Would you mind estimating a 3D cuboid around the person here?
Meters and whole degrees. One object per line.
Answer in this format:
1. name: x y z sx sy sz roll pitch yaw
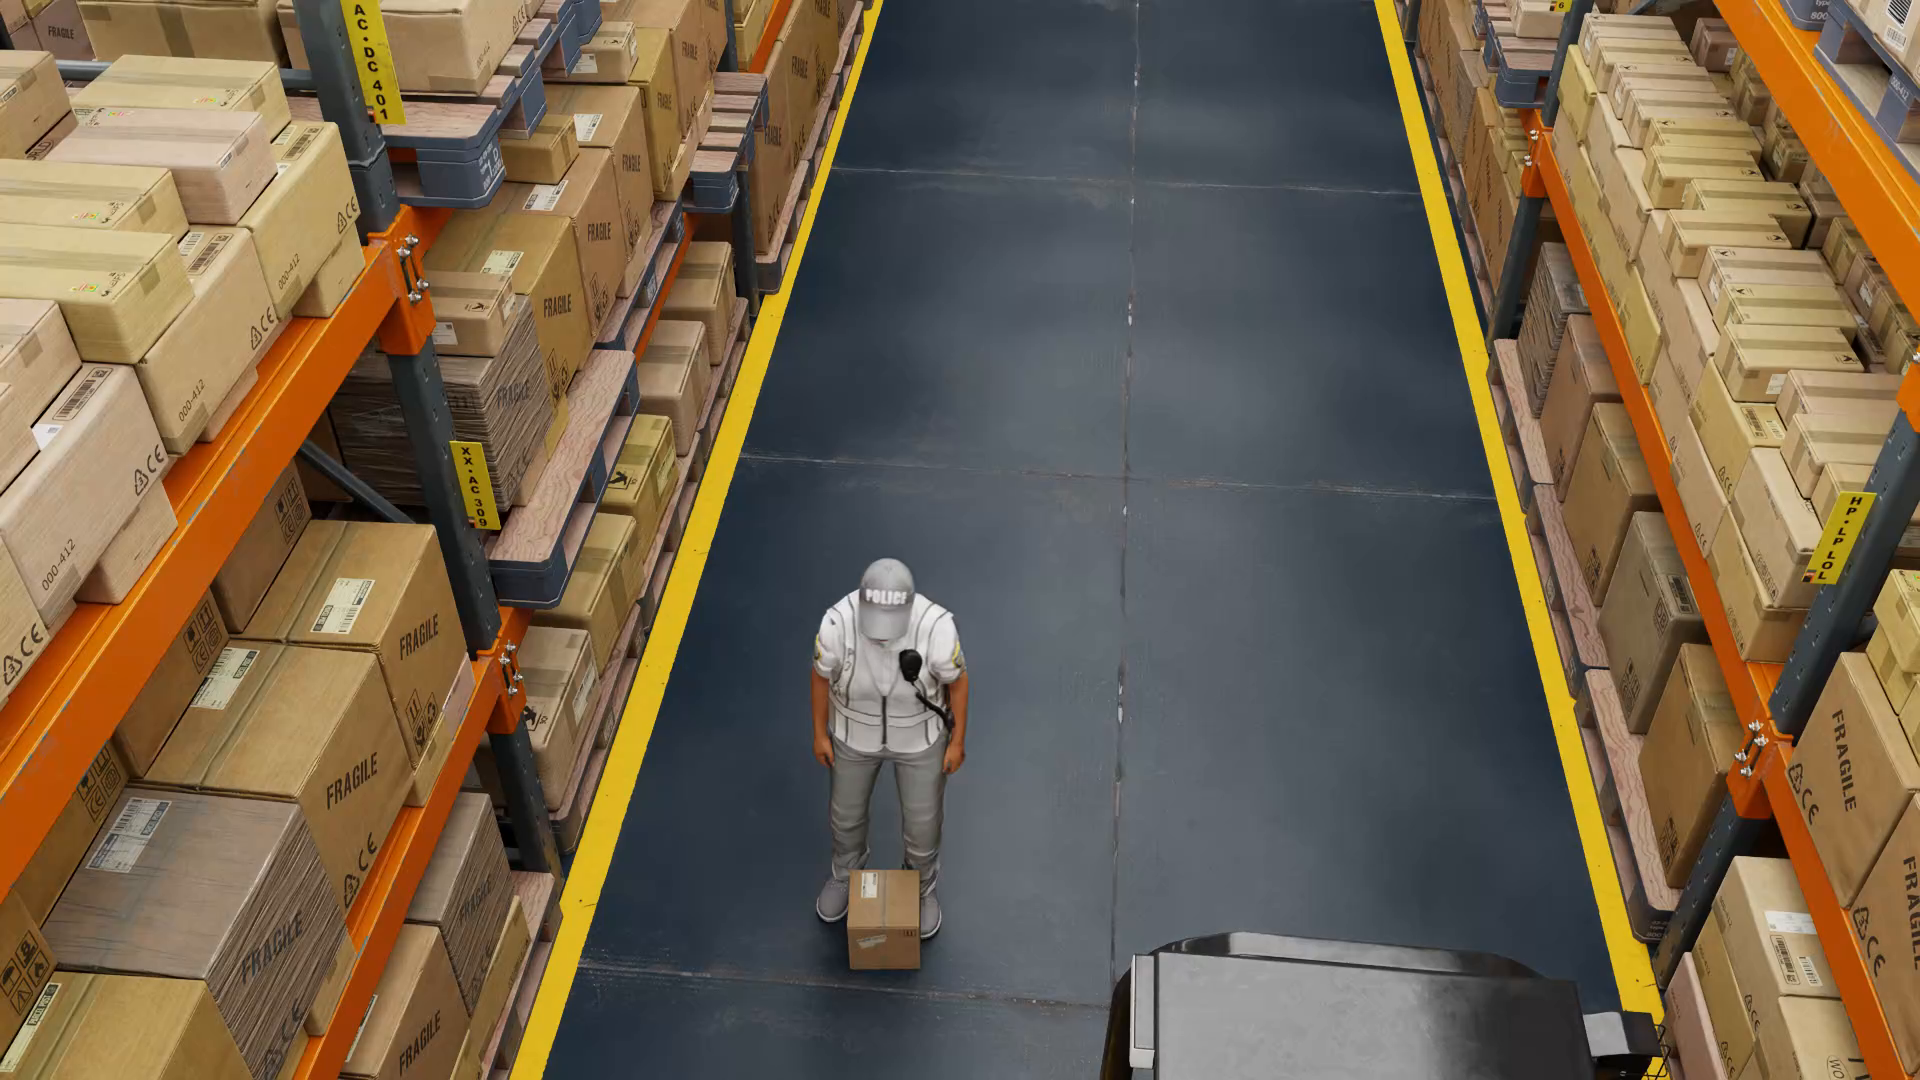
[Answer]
1. person: -0.249 0.677 5.646 0.547 1.666 0.473 3 40 3
